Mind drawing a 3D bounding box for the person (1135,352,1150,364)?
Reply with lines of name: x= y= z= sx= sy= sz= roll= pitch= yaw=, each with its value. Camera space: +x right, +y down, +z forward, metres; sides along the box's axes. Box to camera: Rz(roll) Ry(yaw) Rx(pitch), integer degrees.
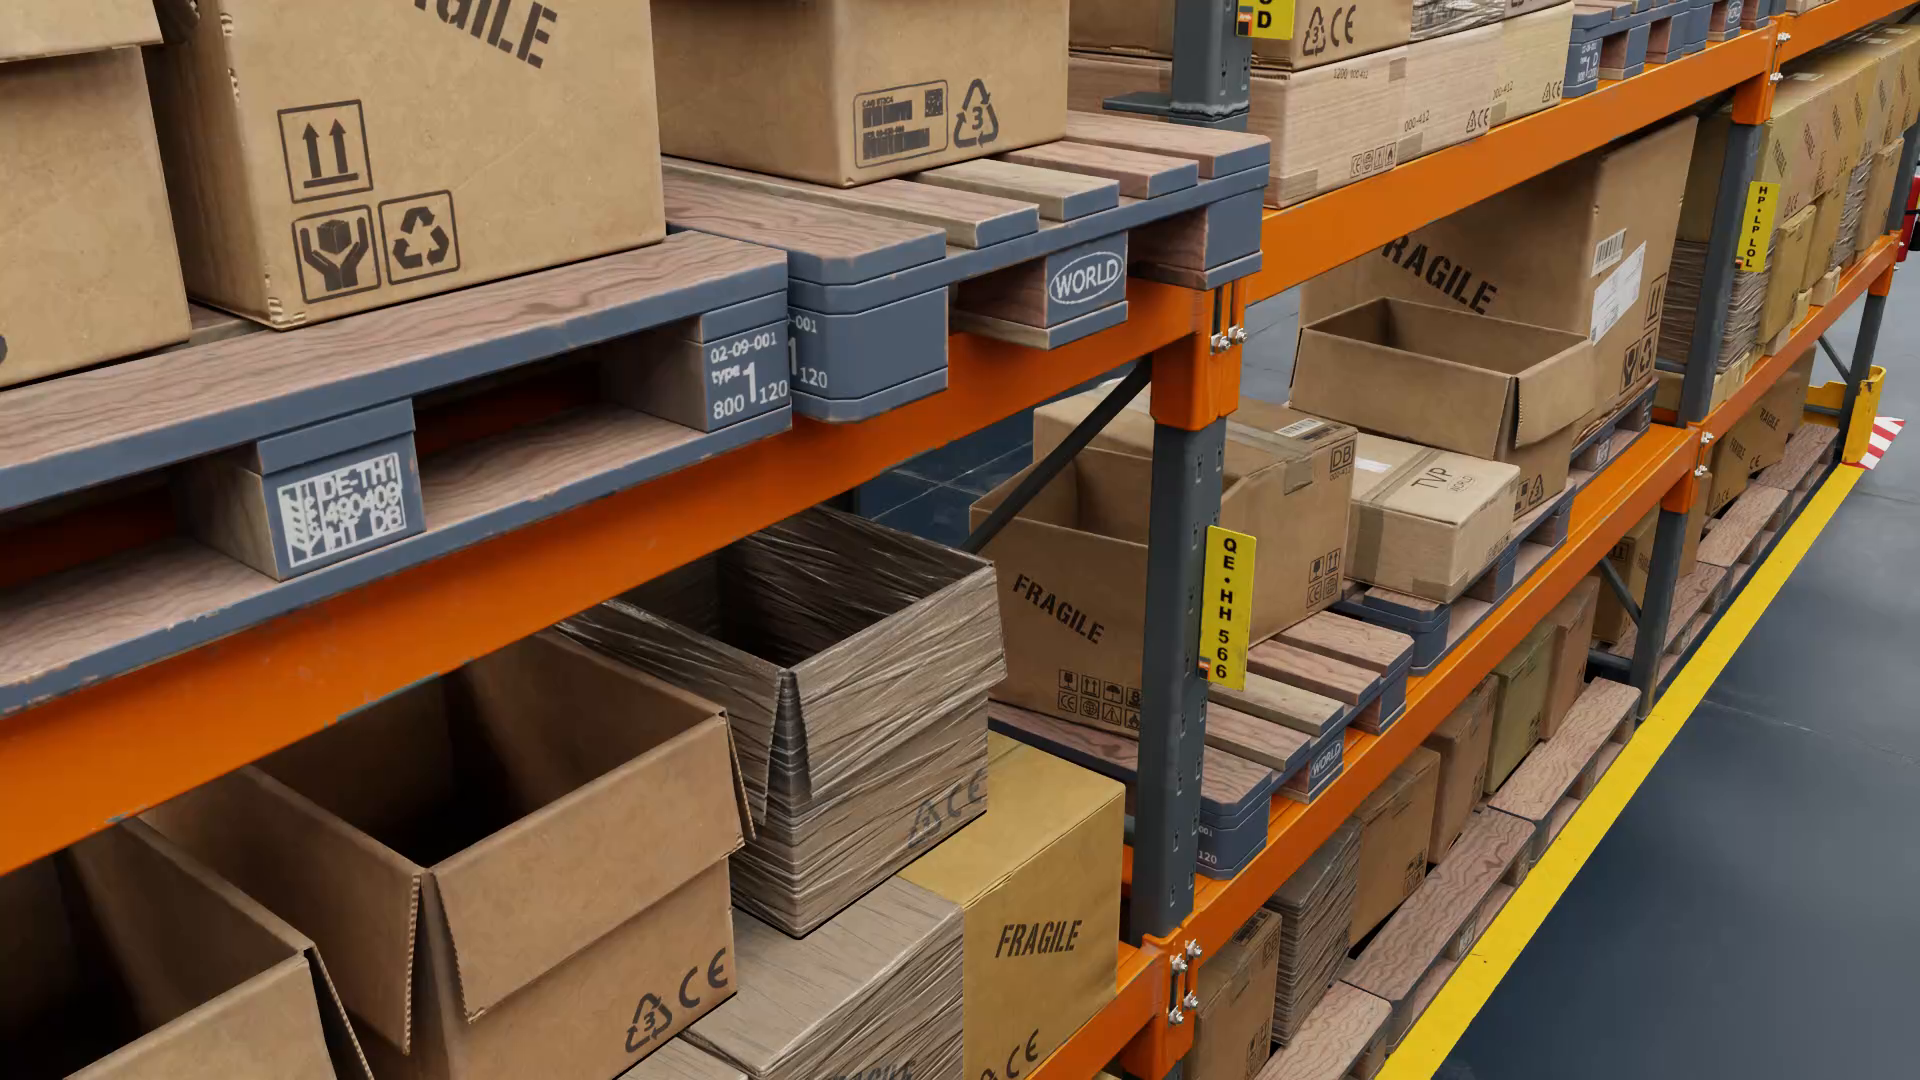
person: x=0.773 y=-0.129 z=7.036 sx=0.476 sy=1.564 sz=0.447 roll=18 pitch=29 yaw=34
